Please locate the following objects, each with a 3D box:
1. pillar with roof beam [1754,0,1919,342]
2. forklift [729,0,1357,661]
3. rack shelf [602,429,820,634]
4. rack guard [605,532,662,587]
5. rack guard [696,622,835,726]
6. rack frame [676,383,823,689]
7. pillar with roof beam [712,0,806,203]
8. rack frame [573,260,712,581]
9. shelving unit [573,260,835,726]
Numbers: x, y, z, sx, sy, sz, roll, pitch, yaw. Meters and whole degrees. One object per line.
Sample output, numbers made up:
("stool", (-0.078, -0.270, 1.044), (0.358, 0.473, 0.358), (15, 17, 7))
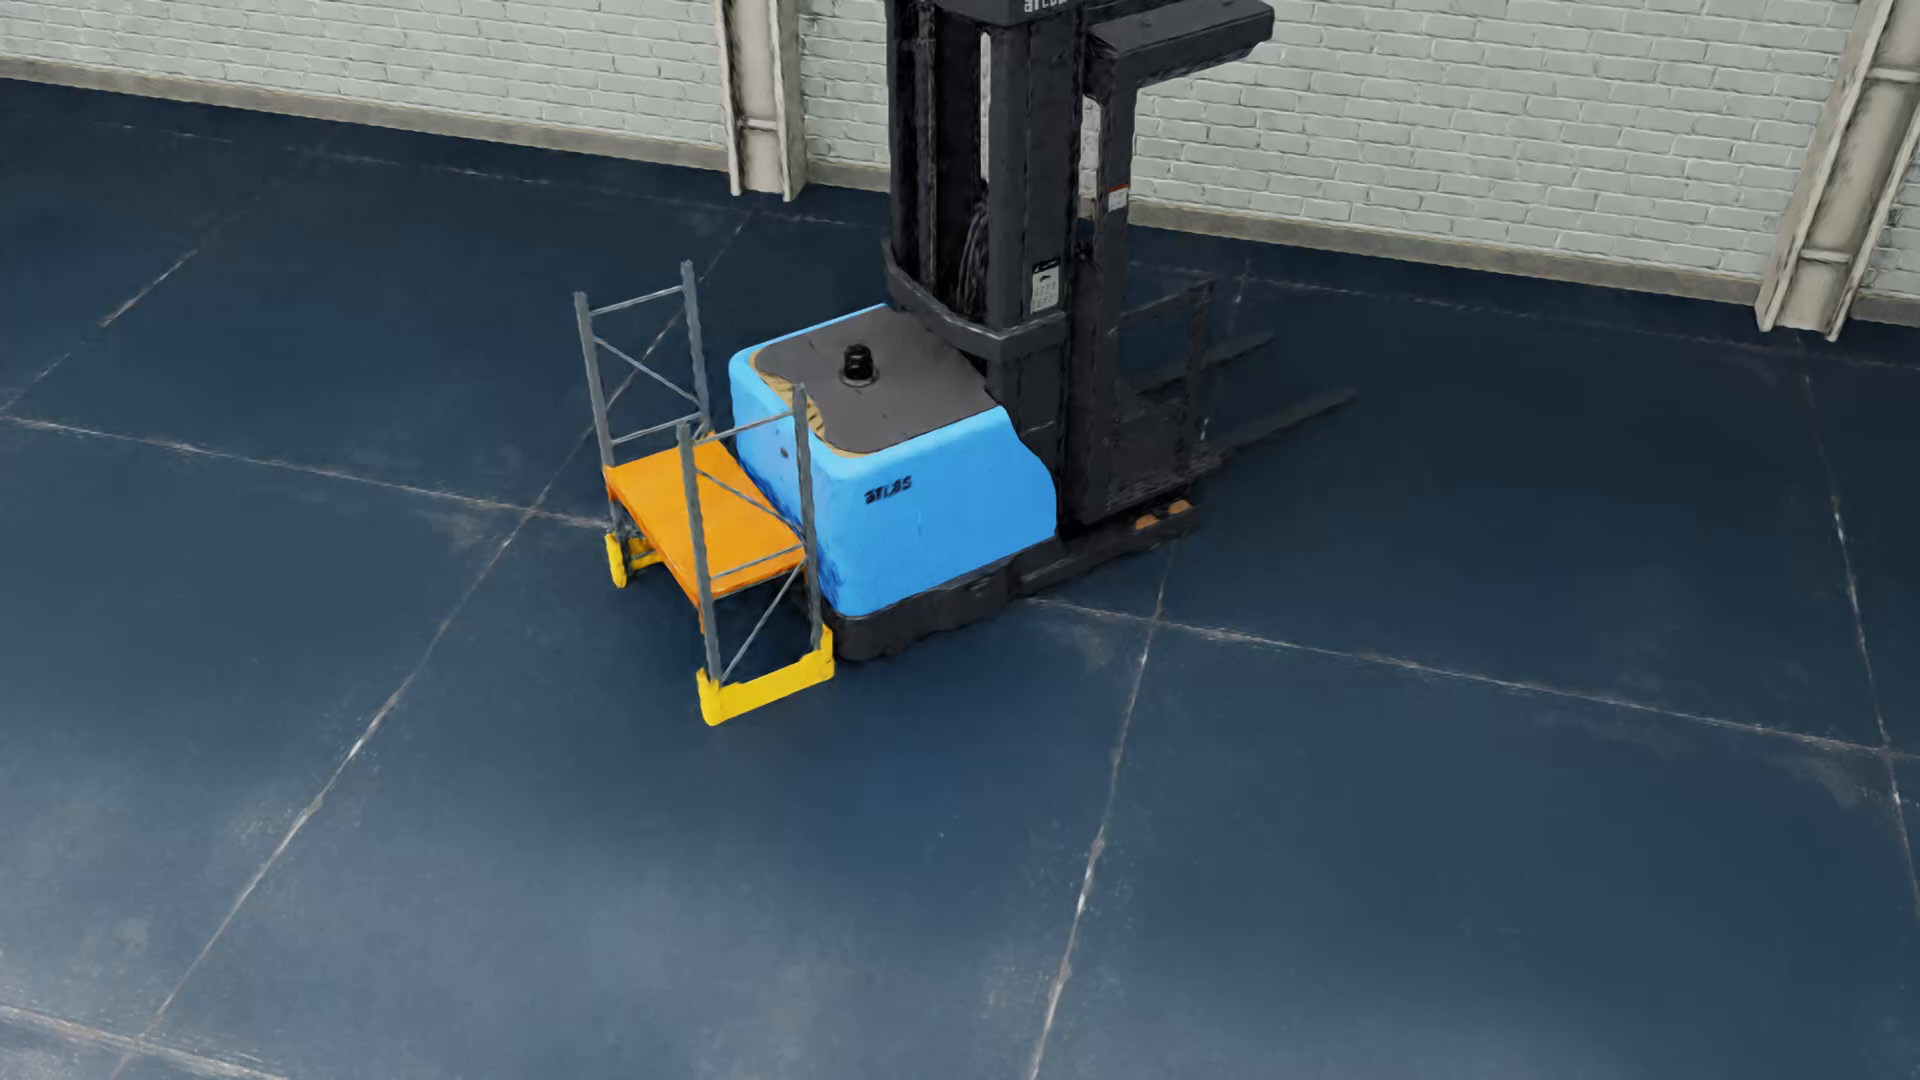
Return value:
("pillar with roof beam", (3.498, -1.976, 3.105), (0.400, 9.000, 9.100), (10, 41, 11))
("forklift", (0.524, -1.338, 7.064), (3.031, 2.935, 1.130), (-22, 45, -24))
("rack shelf", (-1.049, -0.056, 6.931), (0.538, 0.185, 1.000), (-21, 44, -23))
("rack guard", (-1.308, 0.004, 7.551), (0.587, 0.250, 0.087), (-21, 44, -23))
("rack guard", (-0.799, 0.555, 6.895), (0.587, 0.250, 0.087), (-21, 44, -23))
("rack frame", (-0.789, 0.087, 6.480), (0.500, 1.500, 0.032), (-21, 44, -23))
("pillar with roof beam", (-2.298, -2.973, 4.293), (0.400, 9.000, 9.100), (10, 41, 11))
("rack frame", (-1.309, -0.475, 7.150), (0.500, 1.500, 0.032), (-21, 44, -23))
("shelving unit", (-1.053, -0.199, 6.821), (0.587, 1.500, 1.083), (-21, 44, -23))
